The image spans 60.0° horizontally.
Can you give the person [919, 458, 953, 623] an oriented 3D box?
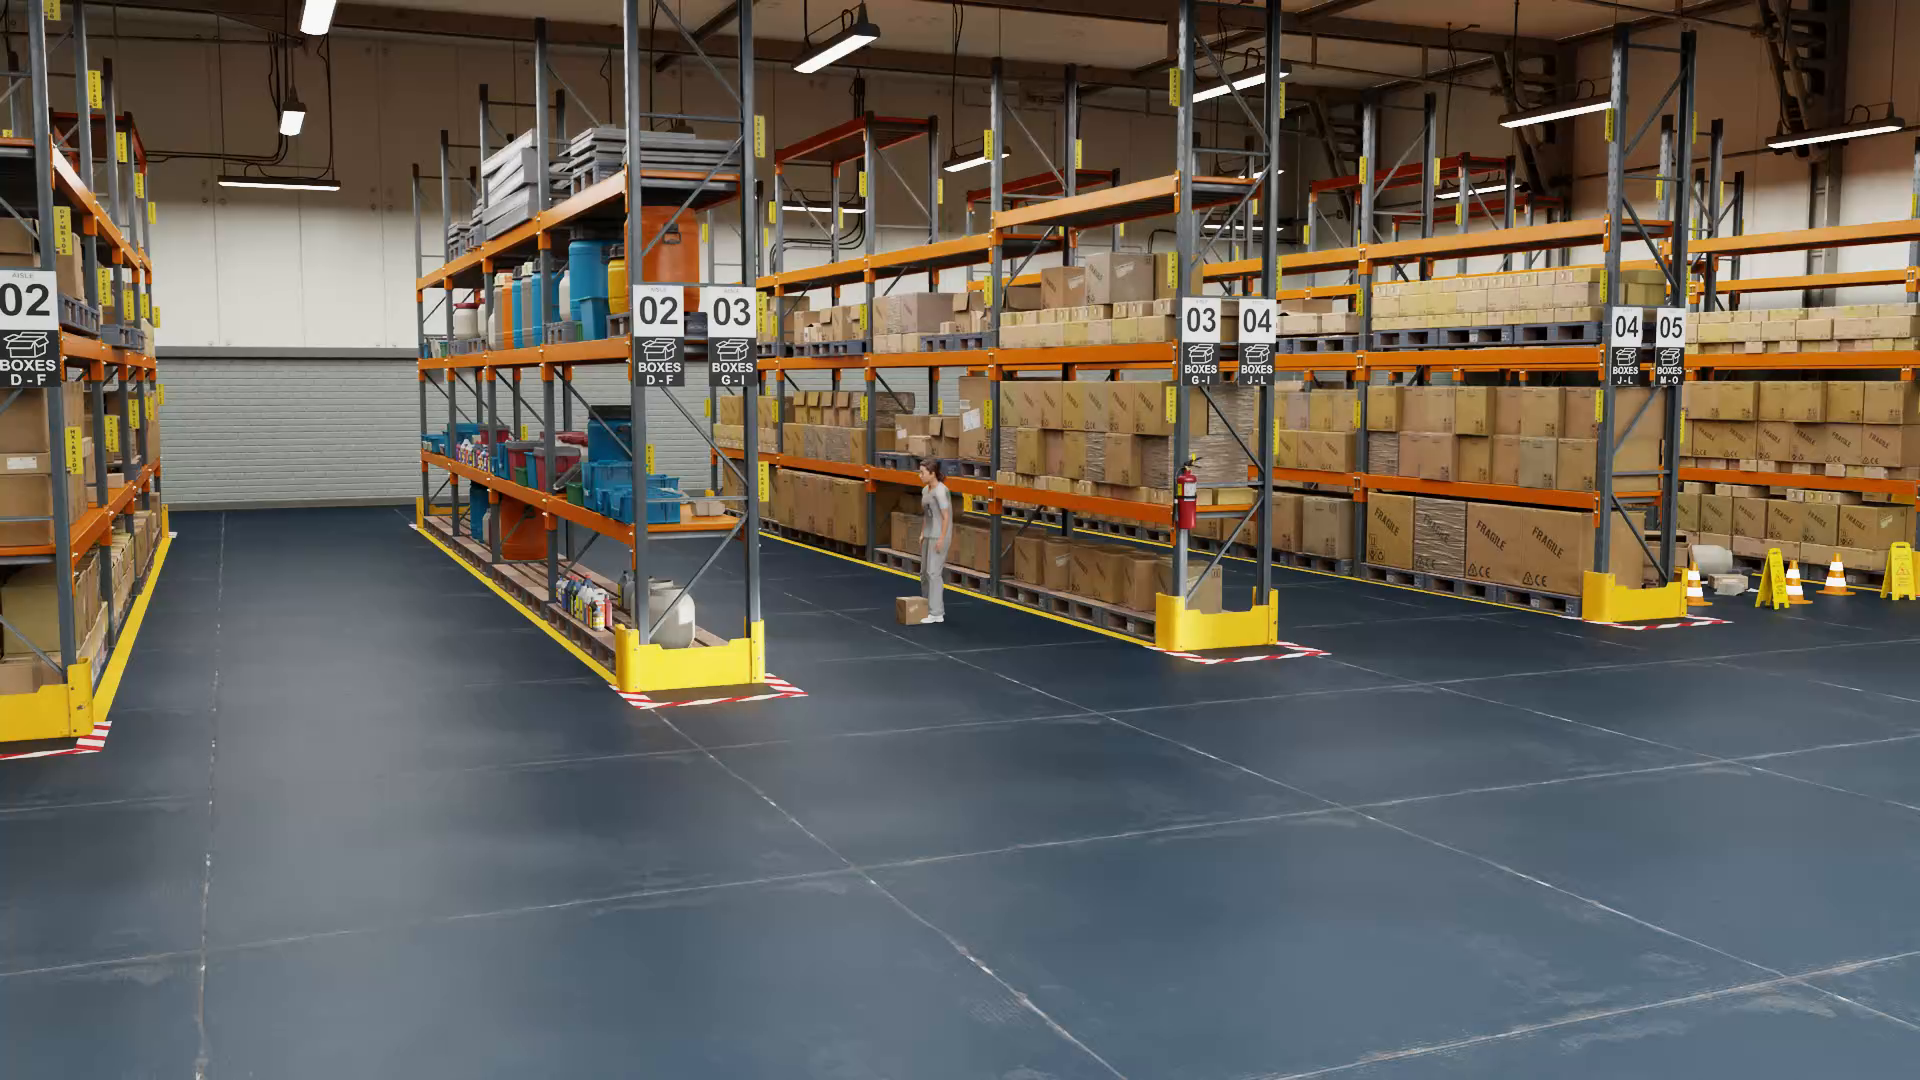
[{"bbox_3d":[-0.290,0.000,16.963,0.405,1.672,0.499,-3,6,-25],"label":"person"}]
